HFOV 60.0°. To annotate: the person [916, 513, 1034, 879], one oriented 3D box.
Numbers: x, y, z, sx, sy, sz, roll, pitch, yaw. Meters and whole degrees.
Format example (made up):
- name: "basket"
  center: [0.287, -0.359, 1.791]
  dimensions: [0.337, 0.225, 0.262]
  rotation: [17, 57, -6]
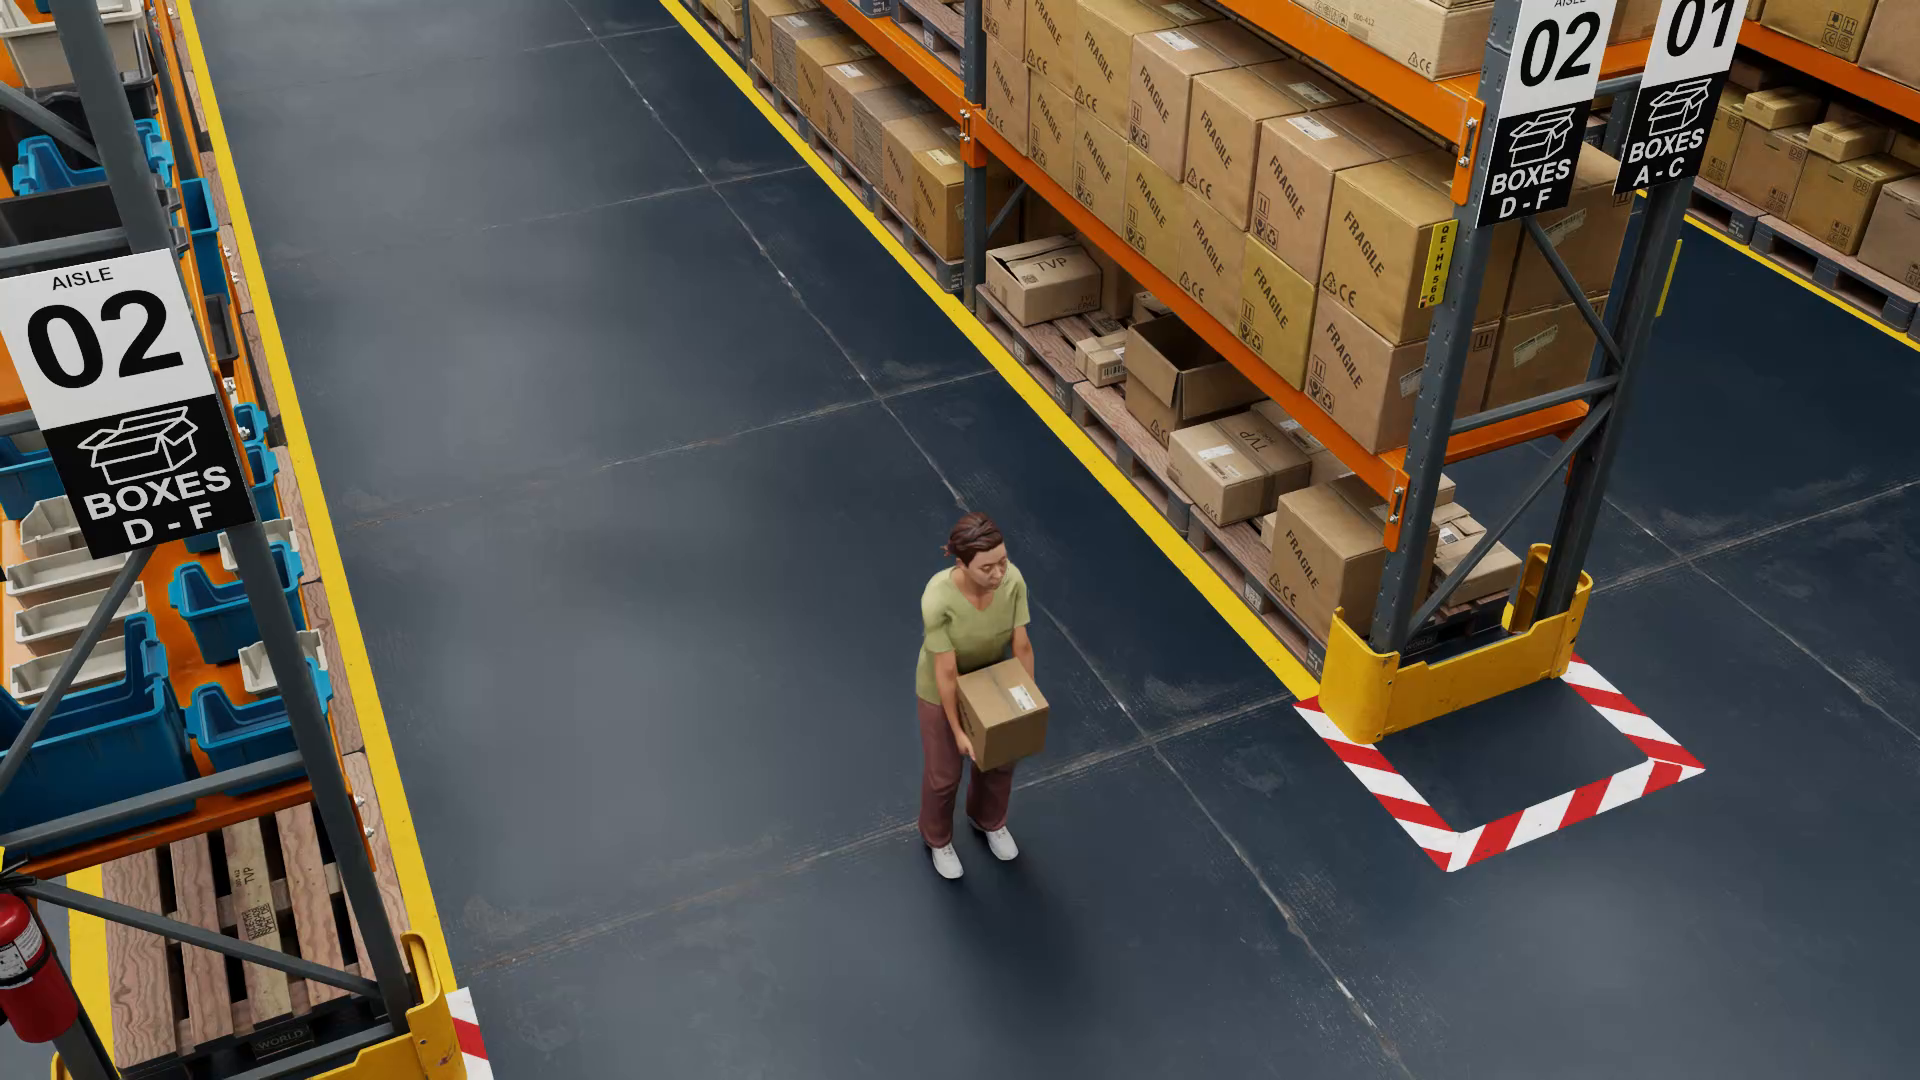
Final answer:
- name: "person"
  center: [0.068, 0.600, 6.087]
  dimensions: [0.409, 1.661, 0.512]
  rotation: [-17, 40, -20]
